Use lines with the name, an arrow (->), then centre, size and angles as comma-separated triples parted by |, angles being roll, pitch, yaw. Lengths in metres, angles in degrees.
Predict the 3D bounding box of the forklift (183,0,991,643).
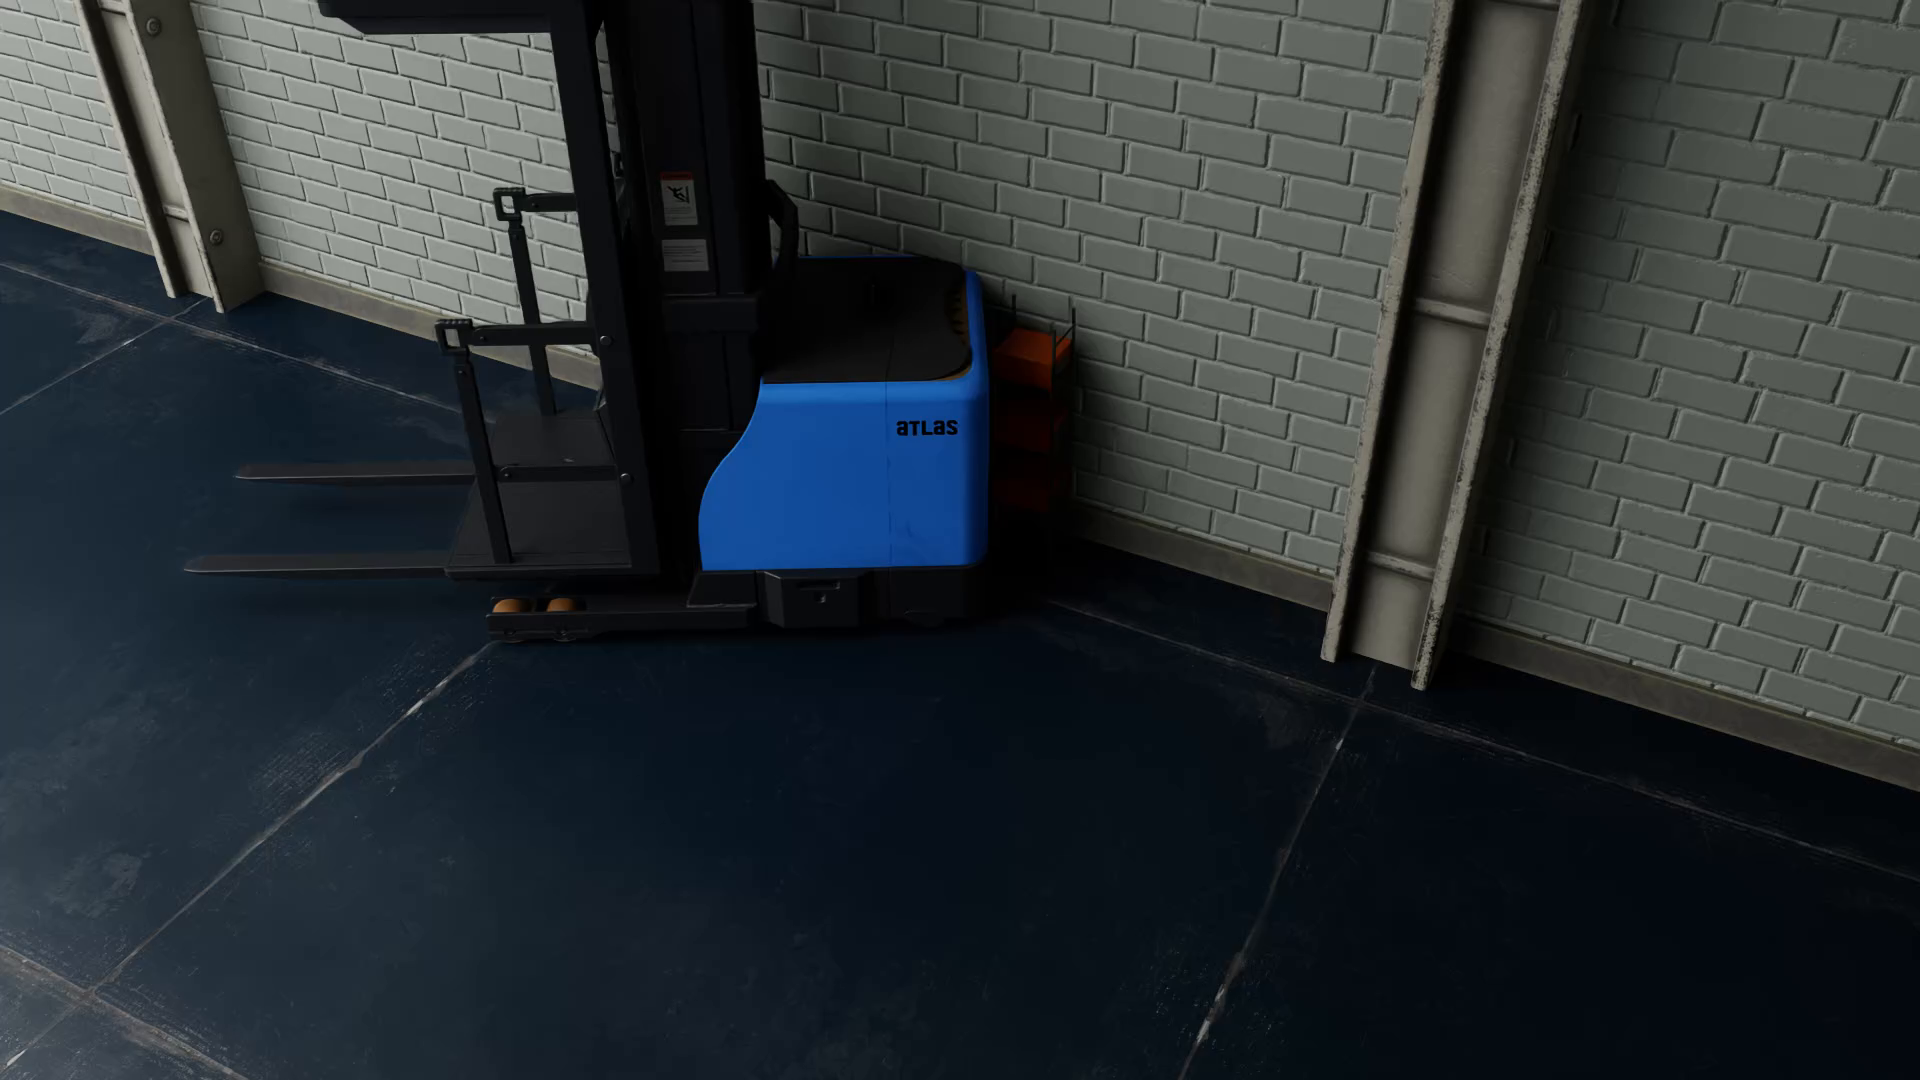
forklift -> -1.411, -1.108, 5.785 | 3.031, 2.935, 1.130 | -1, 37, -1

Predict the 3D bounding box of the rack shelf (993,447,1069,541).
rack shelf -> 0.286, -0.183, 6.595 | 0.240, 0.259, 0.215 | 16, 40, 21

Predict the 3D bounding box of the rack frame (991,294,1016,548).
rack frame -> 0.171, -0.446, 6.468 | 0.008, 1.050, 0.200 | 16, 40, 21

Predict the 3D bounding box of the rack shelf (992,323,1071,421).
rack shelf -> 0.276, -0.635, 6.261 | 0.240, 0.259, 0.215 | 16, 40, 21

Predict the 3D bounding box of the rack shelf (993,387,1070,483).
rack shelf -> 0.281, -0.407, 6.430 | 0.240, 0.259, 0.215 | 16, 40, 21

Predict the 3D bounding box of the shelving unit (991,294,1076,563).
shelving unit -> 0.281, -0.415, 6.424 | 0.252, 1.050, 0.215 | 16, 40, 21

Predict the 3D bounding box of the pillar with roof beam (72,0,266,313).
pillar with roof beam -> -5.724, -2.530, 2.640 | 0.400, 9.000, 9.100 | 17, 41, 21

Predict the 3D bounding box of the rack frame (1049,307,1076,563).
rack frame -> 0.390, -0.385, 6.379 | 0.008, 1.050, 0.200 | 16, 40, 21

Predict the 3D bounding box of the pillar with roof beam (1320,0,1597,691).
pillar with roof beam -> -0.396, -0.862, 0.443 | 0.400, 9.000, 9.100 | 17, 41, 21
